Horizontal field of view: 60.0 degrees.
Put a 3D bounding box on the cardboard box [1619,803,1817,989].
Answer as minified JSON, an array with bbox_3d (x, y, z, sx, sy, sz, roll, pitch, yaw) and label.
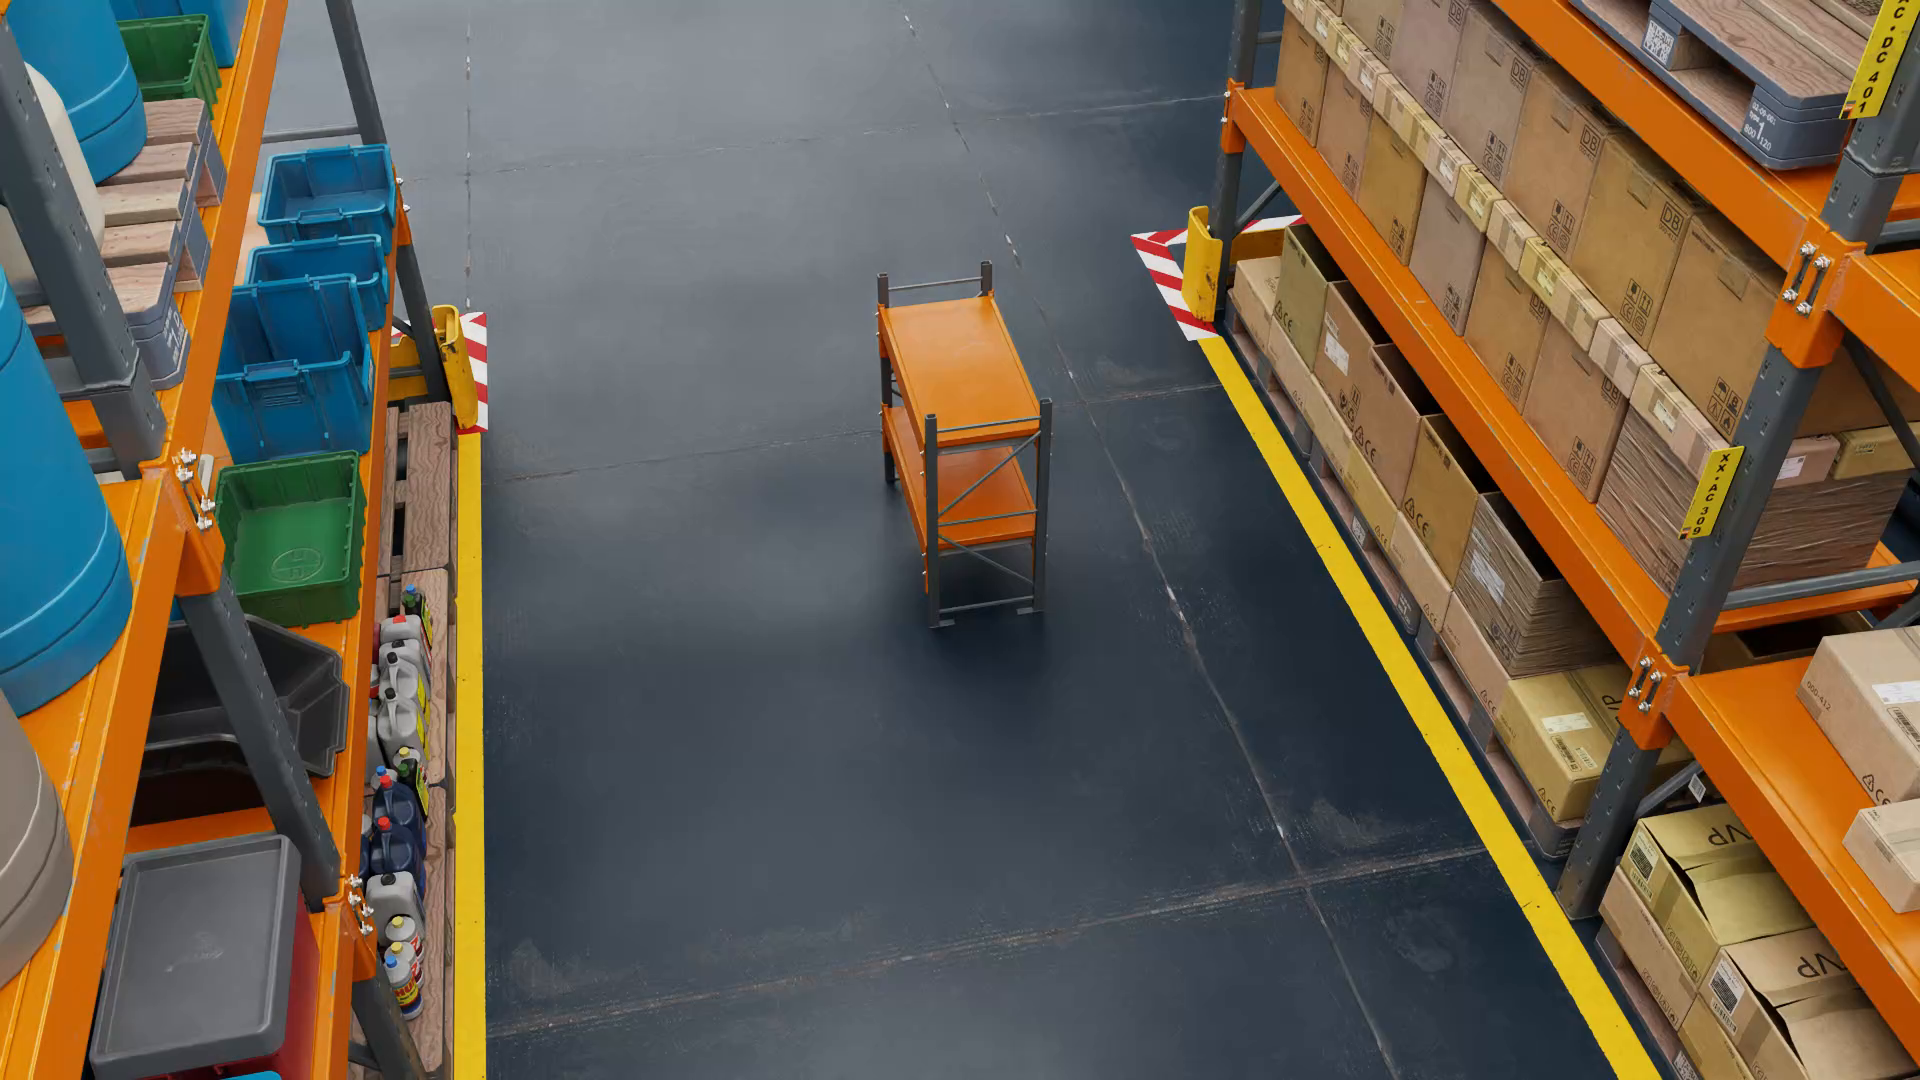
[{"bbox_3d":[2.513,1.108,5.357,0.500,0.311,0.500,-8,42,-9],"label":"cardboard box"}]

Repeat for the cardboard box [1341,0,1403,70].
[{"bbox_3d":[2.022,-2.294,6.804,0.700,0.500,0.500,-9,42,-10],"label":"cardboard box"}]

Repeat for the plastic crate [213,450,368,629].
[{"bbox_3d":[-2.188,0.009,5.422,0.450,0.188,0.662,-8,42,-9],"label":"plastic crate"}]

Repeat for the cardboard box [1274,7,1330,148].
[{"bbox_3d":[1.892,-2.183,7.657,0.700,0.500,0.500,-8,42,-9],"label":"cardboard box"}]

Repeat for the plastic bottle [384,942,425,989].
[{"bbox_3d":[-1.833,1.397,5.475,0.097,0.201,0.097,0,42,0],"label":"plastic bottle"}]

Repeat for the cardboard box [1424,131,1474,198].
[{"bbox_3d":[2.009,-1.449,6.340,0.380,0.149,0.250,-8,42,-9],"label":"cardboard box"}]

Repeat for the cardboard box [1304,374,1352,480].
[{"bbox_3d":[1.921,-0.552,7.649,0.500,0.250,0.500,-8,42,-9],"label":"cardboard box"}]

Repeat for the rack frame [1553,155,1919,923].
[{"bbox_3d":[2.667,0.142,5.112,1.000,3.000,0.127,-8,42,-9],"label":"rack frame"}]

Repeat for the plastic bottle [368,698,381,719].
[{"bbox_3d":[-2.221,0.676,6.287,0.097,0.201,0.097,0,42,0],"label":"plastic bottle"}]

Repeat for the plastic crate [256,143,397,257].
[{"bbox_3d":[-2.634,-1.406,6.968,0.499,0.251,0.616,-8,42,-9],"label":"plastic crate"}]

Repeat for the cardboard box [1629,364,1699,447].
[{"bbox_3d":[2.347,-0.444,5.208,0.380,0.149,0.250,-9,42,-10],"label":"cardboard box"}]

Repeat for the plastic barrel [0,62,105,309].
[{"bbox_3d":[-2.072,-0.778,3.489,0.421,0.512,0.421,0,42,0],"label":"plastic barrel"}]

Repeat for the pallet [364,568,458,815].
[{"bbox_3d":[-2.542,0.659,6.630,1.003,0.211,1.213,-8,42,-9],"label":"pallet"}]

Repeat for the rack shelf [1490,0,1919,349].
[{"bbox_3d":[2.235,-2.007,5.815,1.077,0.370,4.000,-8,42,-9],"label":"rack shelf"}]

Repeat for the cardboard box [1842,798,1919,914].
[{"bbox_3d":[2.658,0.840,4.515,0.380,0.149,0.250,-8,42,-9],"label":"cardboard box"}]

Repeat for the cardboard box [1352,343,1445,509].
[{"bbox_3d":[2.023,-0.507,7.034,0.500,0.500,0.500,-8,42,-9],"label":"cardboard box"}]

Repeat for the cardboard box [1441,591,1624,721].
[{"bbox_3d":[2.255,0.419,6.555,0.500,0.250,0.500,-8,42,-9],"label":"cardboard box"}]

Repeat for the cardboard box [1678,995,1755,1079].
[{"bbox_3d":[2.621,1.642,5.177,0.500,0.250,0.500,-7,42,-8],"label":"cardboard box"}]

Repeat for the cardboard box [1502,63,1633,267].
[{"bbox_3d":[2.347,-1.319,5.706,0.700,0.500,0.500,-8,42,-9],"label":"cardboard box"}]

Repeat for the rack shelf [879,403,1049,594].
[{"bbox_3d":[0.001,-0.233,7.316,0.538,0.278,1.000,-8,42,-9],"label":"rack shelf"}]

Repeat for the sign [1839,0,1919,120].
[{"bbox_3d":[2.125,-1.122,3.827,0.100,0.325,0.005,-8,42,-9],"label":"sign"}]

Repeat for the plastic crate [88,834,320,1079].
[{"bbox_3d":[-1.767,1.096,3.990,0.402,0.464,0.583,-8,42,-9],"label":"plastic crate"}]

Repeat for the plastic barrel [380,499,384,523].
[{"bbox_3d":[-2.709,-0.229,7.088,0.421,0.512,0.421,0,42,0],"label":"plastic barrel"}]

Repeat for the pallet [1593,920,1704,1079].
[{"bbox_3d":[2.864,1.657,5.506,1.003,0.211,1.213,-8,42,-9],"label":"pallet"}]

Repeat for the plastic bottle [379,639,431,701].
[{"bbox_3d":[-2.152,0.496,6.434,0.152,0.276,0.135,-9,42,-10],"label":"plastic bottle"}]

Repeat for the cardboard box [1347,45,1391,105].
[{"bbox_3d":[1.842,-1.949,6.904,0.380,0.149,0.250,-9,42,-10],"label":"cardboard box"}]

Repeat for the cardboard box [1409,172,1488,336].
[{"bbox_3d":[2.228,-1.180,6.527,0.700,0.500,0.500,-7,42,-8],"label":"cardboard box"}]

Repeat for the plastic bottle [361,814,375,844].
[{"bbox_3d":[-2.089,1.046,5.817,0.097,0.271,0.097,0,42,0],"label":"plastic bottle"}]

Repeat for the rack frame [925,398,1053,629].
[{"bbox_3d":[0.111,-0.087,6.782,0.500,1.125,0.032,-8,42,-9],"label":"rack frame"}]

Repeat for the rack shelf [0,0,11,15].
[{"bbox_3d":[-2.602,-2.272,4.155,1.077,0.370,4.000,-8,42,-9],"label":"rack shelf"}]

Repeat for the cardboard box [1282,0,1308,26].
[{"bbox_3d":[1.678,-2.445,7.463,0.380,0.149,0.250,-9,42,-10],"label":"cardboard box"}]

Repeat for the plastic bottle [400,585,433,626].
[{"bbox_3d":[-2.210,0.267,6.748,0.097,0.201,0.097,0,42,0],"label":"plastic bottle"}]

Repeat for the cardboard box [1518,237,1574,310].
[{"bbox_3d":[2.181,-0.943,5.771,0.380,0.149,0.250,-9,42,-9],"label":"cardboard box"}]

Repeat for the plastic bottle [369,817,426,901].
[{"bbox_3d":[-1.940,1.093,5.705,0.144,0.351,0.185,-7,42,-8],"label":"plastic bottle"}]

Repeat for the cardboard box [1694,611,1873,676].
[{"bbox_3d":[2.872,0.388,6.025,0.500,0.500,0.500,-8,42,-9],"label":"cardboard box"}]

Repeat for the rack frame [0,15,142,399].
[{"bbox_3d":[-2.171,-1.394,2.323,1.000,3.000,0.127,-8,42,-9],"label":"rack frame"}]

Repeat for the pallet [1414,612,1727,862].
[{"bbox_3d":[2.536,0.664,6.625,1.003,0.211,1.213,-8,42,-9],"label":"pallet"}]

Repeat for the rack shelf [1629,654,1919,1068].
[{"bbox_3d":[3.098,1.708,3.890,1.077,0.370,4.000,-8,42,-9],"label":"rack shelf"}]

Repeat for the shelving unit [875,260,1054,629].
[{"bbox_3d":[0.001,-0.416,7.153,0.538,1.125,1.048,-8,42,-9],"label":"shelving unit"}]

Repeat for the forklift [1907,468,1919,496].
[{"bbox_3d":[4.403,-1.924,7.491,1.130,2.935,3.031,-9,42,-10],"label":"forklift"}]

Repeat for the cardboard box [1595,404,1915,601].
[{"bbox_3d":[2.565,-0.182,5.402,0.700,0.500,0.500,-9,42,-10],"label":"cardboard box"}]

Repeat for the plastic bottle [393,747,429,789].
[{"bbox_3d":[-2.019,0.840,6.103,0.097,0.201,0.097,0,42,0],"label":"plastic bottle"}]
